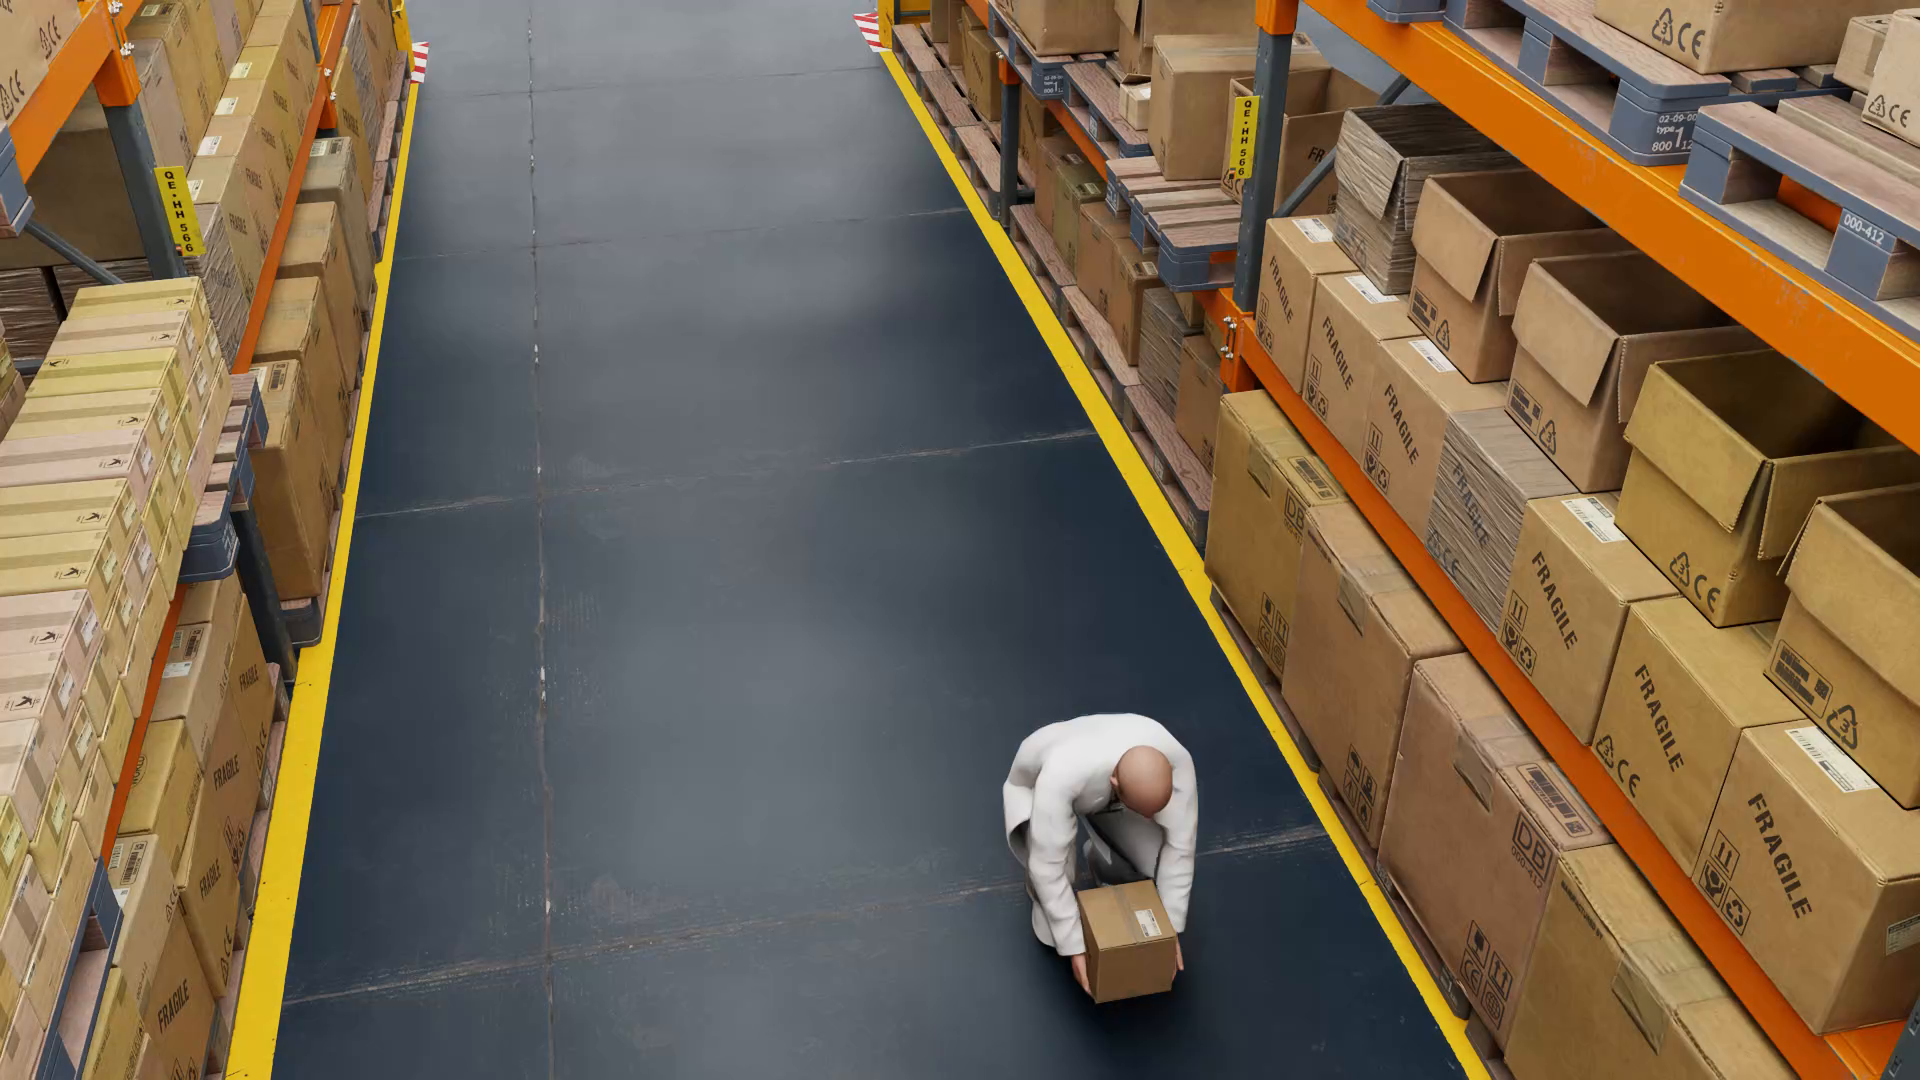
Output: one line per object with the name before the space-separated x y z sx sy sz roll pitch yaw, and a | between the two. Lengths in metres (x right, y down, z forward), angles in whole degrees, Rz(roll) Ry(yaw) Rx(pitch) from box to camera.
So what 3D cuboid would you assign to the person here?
person | 0.459 0.938 5.482 0.603 0.977 0.909 -7 35 -11
